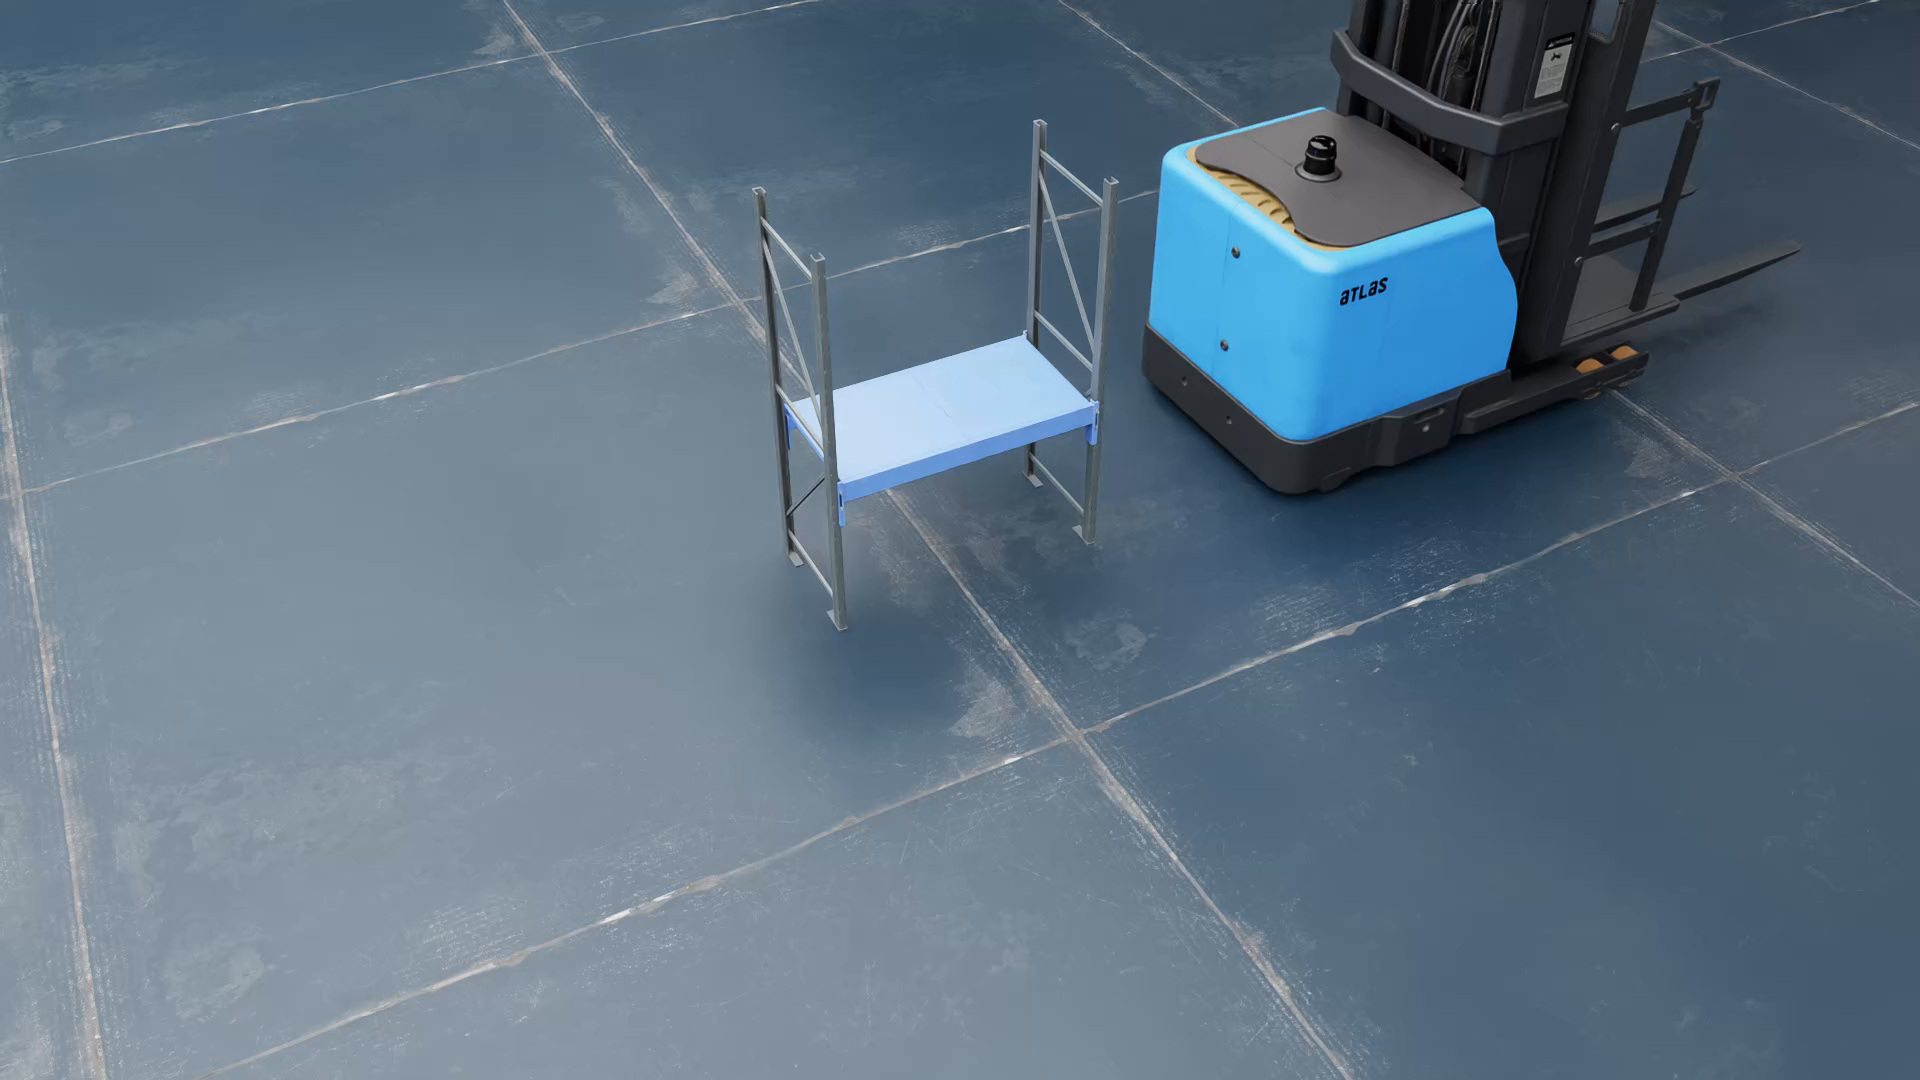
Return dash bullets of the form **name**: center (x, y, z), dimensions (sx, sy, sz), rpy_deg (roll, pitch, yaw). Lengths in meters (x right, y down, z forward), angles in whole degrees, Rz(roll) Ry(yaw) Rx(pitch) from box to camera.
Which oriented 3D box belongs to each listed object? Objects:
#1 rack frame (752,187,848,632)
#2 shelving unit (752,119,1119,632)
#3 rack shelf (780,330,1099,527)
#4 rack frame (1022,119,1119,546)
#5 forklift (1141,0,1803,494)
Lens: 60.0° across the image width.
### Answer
- **rack frame**: center (-0.527, -0.395, 5.556), dimensions (0.032, 1.500, 0.500), rpy_deg (-19, 44, -21)
- **shelving unit**: center (-0.076, -0.547, 5.735), dimensions (1.048, 1.500, 0.538), rpy_deg (-19, 44, -21)
- **rack shelf**: center (-0.076, -0.410, 5.852), dimensions (1.000, 0.185, 0.538), rpy_deg (-19, 44, -21)
- **rack frame**: center (0.375, -0.699, 5.915), dimensions (0.032, 1.500, 0.500), rpy_deg (-19, 44, -21)
- **forklift**: center (2.302, -1.985, 6.327), dimensions (3.031, 2.935, 1.130), rpy_deg (-20, 44, -22)
